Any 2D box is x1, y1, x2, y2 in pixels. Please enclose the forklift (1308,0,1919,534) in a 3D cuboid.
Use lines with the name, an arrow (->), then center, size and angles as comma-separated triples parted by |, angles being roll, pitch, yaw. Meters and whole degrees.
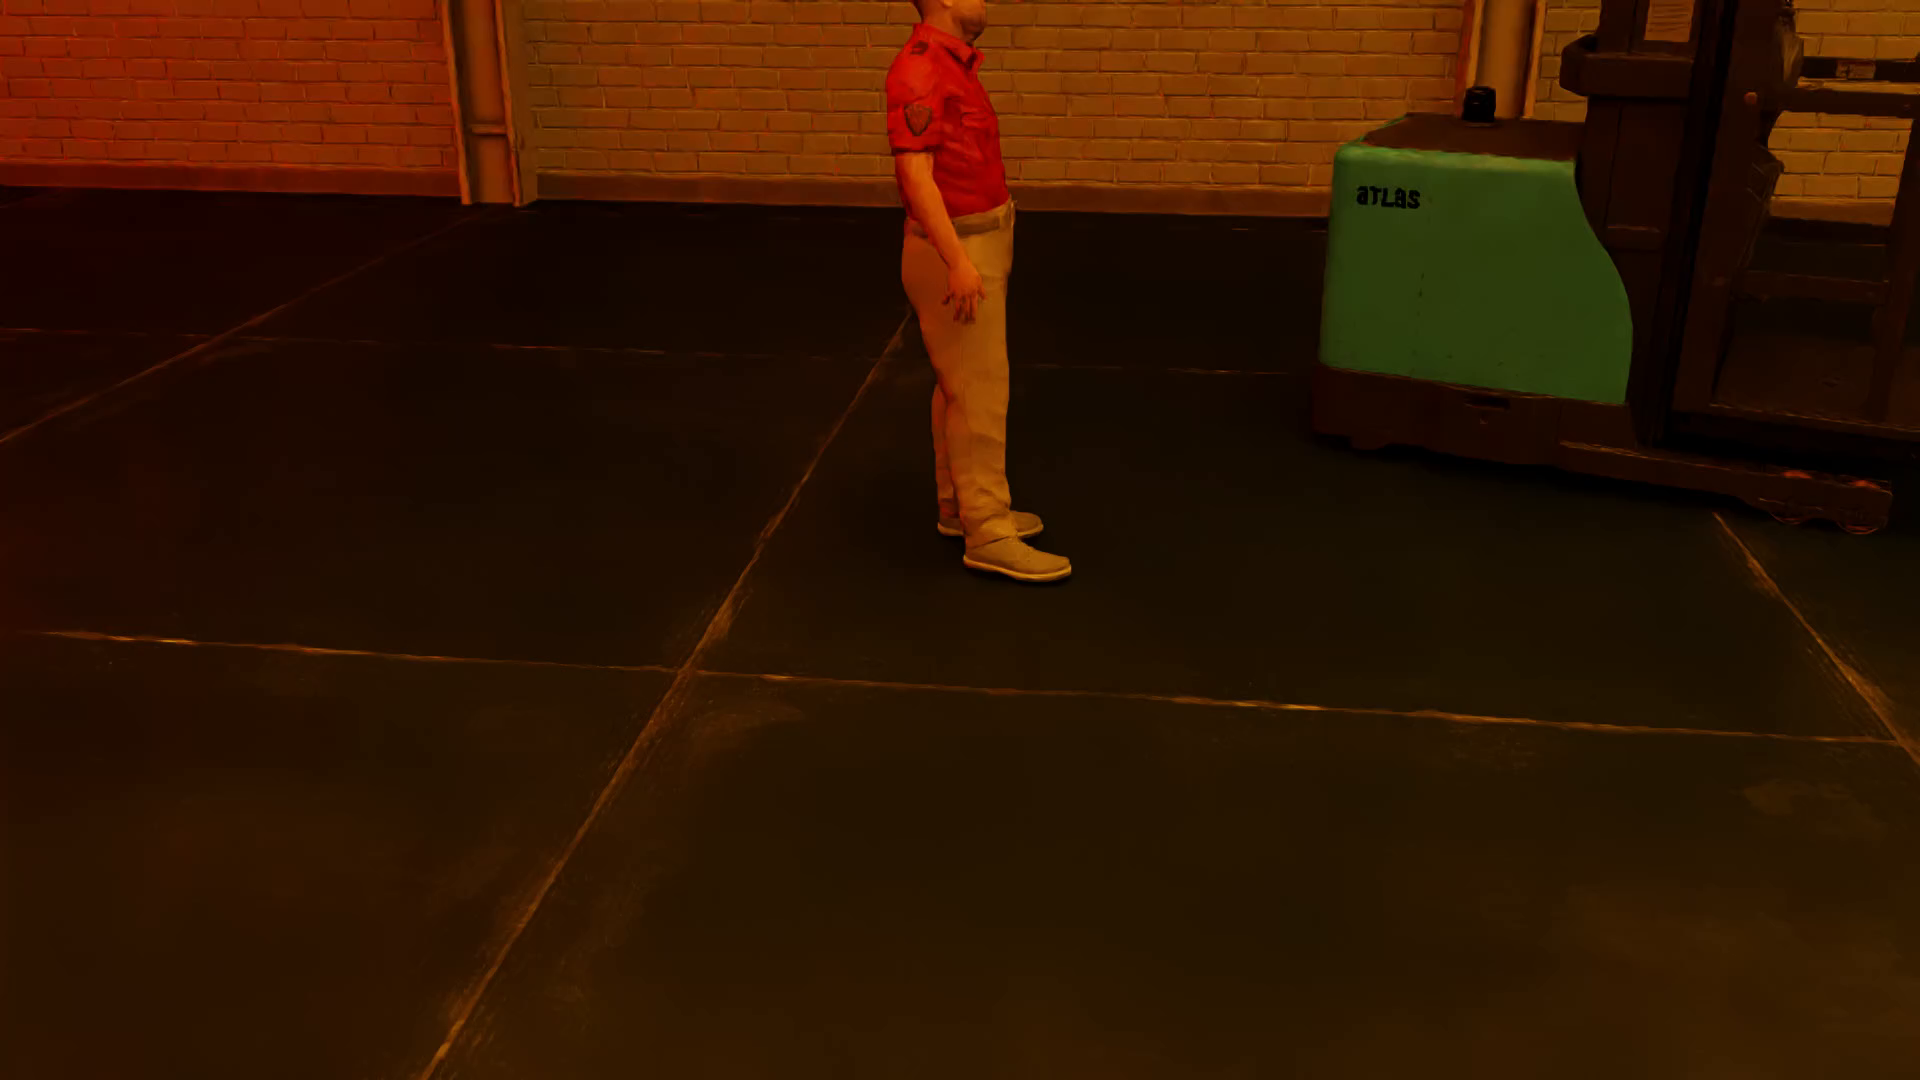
forklift -> 2.809, -1.604, 5.236 | 3.031, 2.935, 1.130 | 11, 24, 25

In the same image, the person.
person -> 0.088, -0.800, 4.830 | 0.550, 1.727, 0.640 | 3, 22, 7
